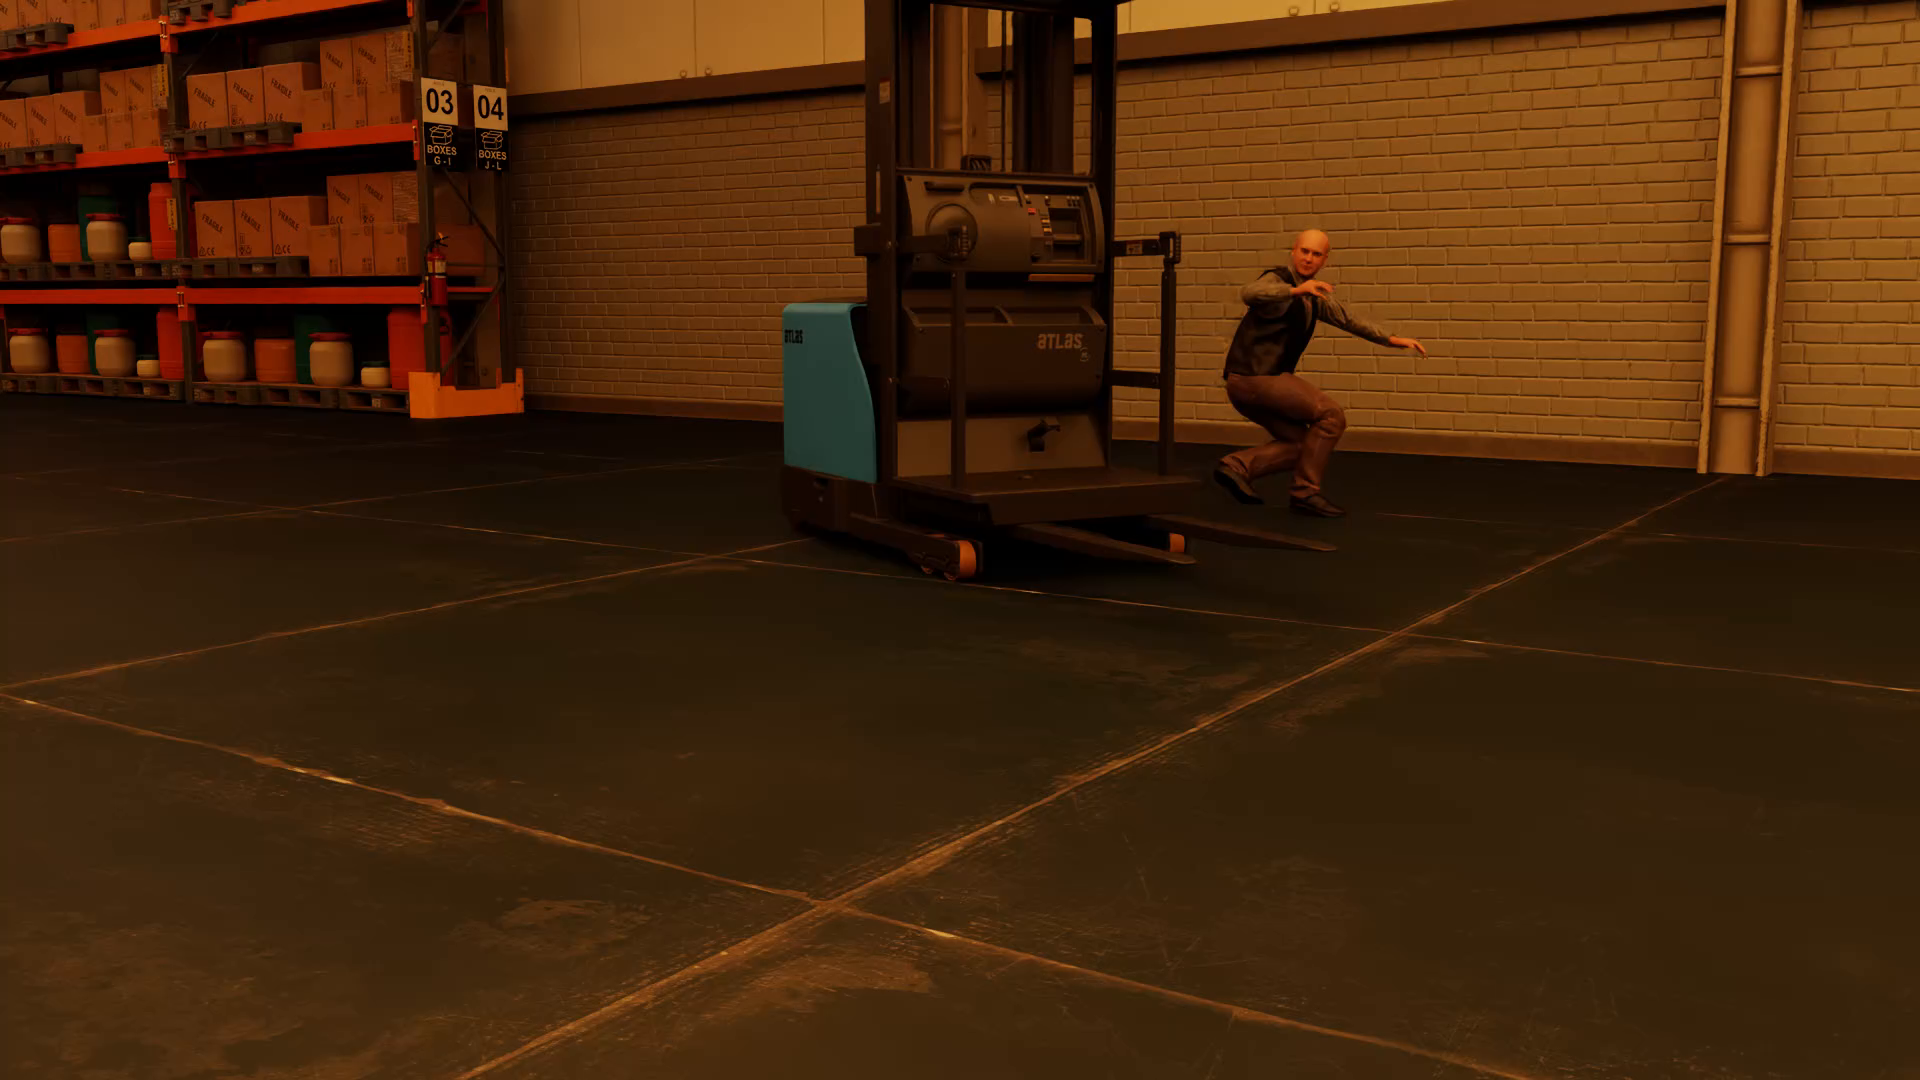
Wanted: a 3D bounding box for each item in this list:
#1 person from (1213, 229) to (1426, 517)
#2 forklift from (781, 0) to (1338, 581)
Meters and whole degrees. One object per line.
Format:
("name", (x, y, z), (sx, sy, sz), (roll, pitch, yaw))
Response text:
("person", (1.816, -0.839, 8.404), (1.048, 1.449, 0.771), (2, 8, 13))
("forklift", (0.297, -1.362, 6.772), (1.130, 2.935, 3.031), (-4, 9, -29))
